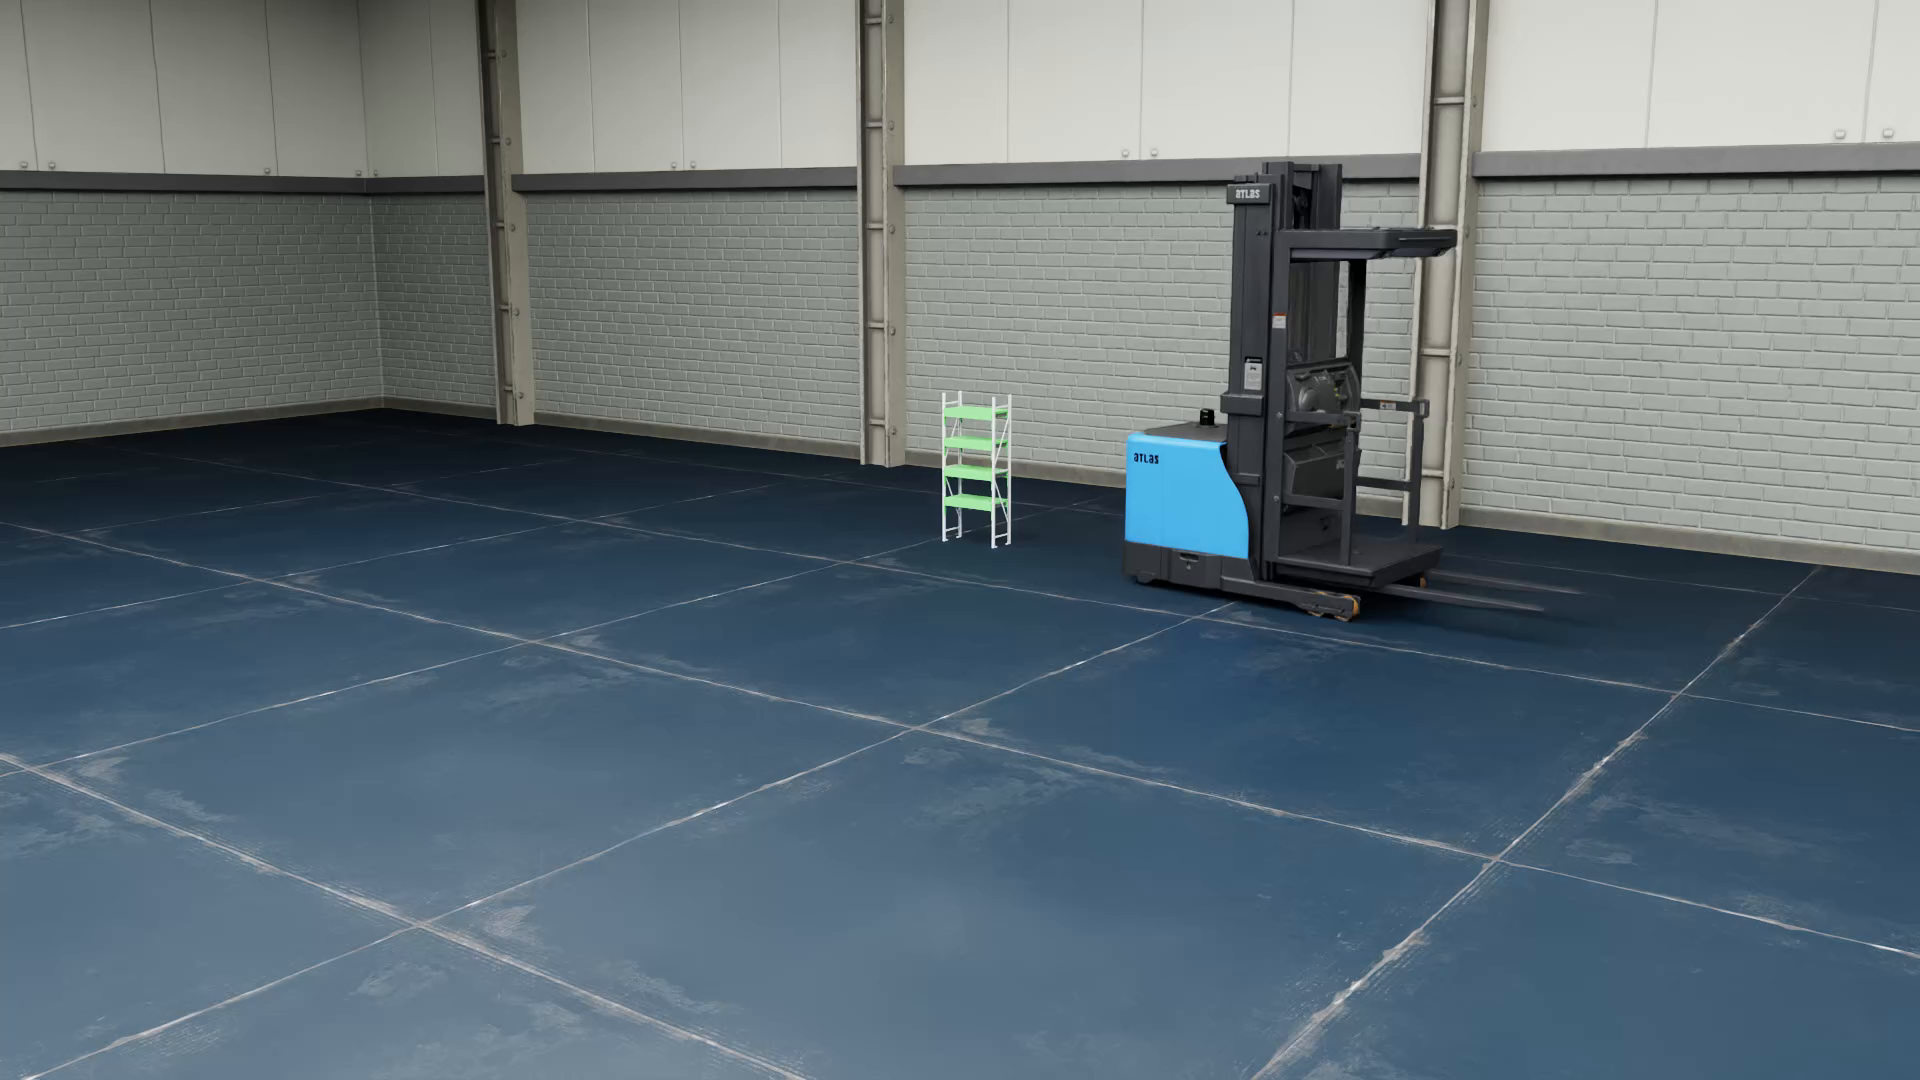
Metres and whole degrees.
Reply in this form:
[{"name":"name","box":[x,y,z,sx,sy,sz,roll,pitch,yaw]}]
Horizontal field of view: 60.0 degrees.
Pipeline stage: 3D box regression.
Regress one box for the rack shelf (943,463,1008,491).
[{"name":"rack shelf","box":[0.133,-0.508,13.332,0.480,0.148,0.258,8,13,36]}]

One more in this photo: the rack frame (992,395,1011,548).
[{"name":"rack frame","box":[0.330,-0.543,13.178,0.015,1.200,0.240,8,13,36]}]

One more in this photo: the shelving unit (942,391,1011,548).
[{"name":"shelving unit","box":[0.133,-0.570,13.320,0.503,1.200,0.258,8,13,36]}]

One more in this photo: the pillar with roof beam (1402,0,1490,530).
[{"name":"pillar with roof beam","box":[1.474,-3.891,9.953,0.400,9.000,9.100,8,13,36]}]

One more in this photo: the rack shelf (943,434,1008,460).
[{"name":"rack shelf","box":[0.133,-0.743,13.286,0.480,0.148,0.258,8,13,36]}]

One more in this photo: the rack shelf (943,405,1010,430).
[{"name":"rack shelf","box":[0.133,-0.979,13.240,0.480,0.148,0.258,8,13,36]}]

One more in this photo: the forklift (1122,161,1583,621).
[{"name":"forklift","box":[2.616,-1.025,11.111,3.031,2.935,1.130,9,14,40]}]

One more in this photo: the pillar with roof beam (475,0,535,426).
[{"name":"pillar with roof beam","box":[-8.198,-5.241,16.927,0.400,9.000,9.100,8,13,36]}]

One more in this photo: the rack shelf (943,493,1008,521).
[{"name":"rack shelf","box":[0.133,-0.272,13.377,0.480,0.148,0.258,8,13,36]}]

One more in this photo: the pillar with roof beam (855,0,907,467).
[{"name":"pillar with roof beam","box":[-3.362,-4.566,13.440,0.400,9.000,9.100,8,13,36]}]

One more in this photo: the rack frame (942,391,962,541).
[{"name":"rack frame","box":[-0.063,-0.598,13.461,0.015,1.200,0.240,8,13,36]}]
